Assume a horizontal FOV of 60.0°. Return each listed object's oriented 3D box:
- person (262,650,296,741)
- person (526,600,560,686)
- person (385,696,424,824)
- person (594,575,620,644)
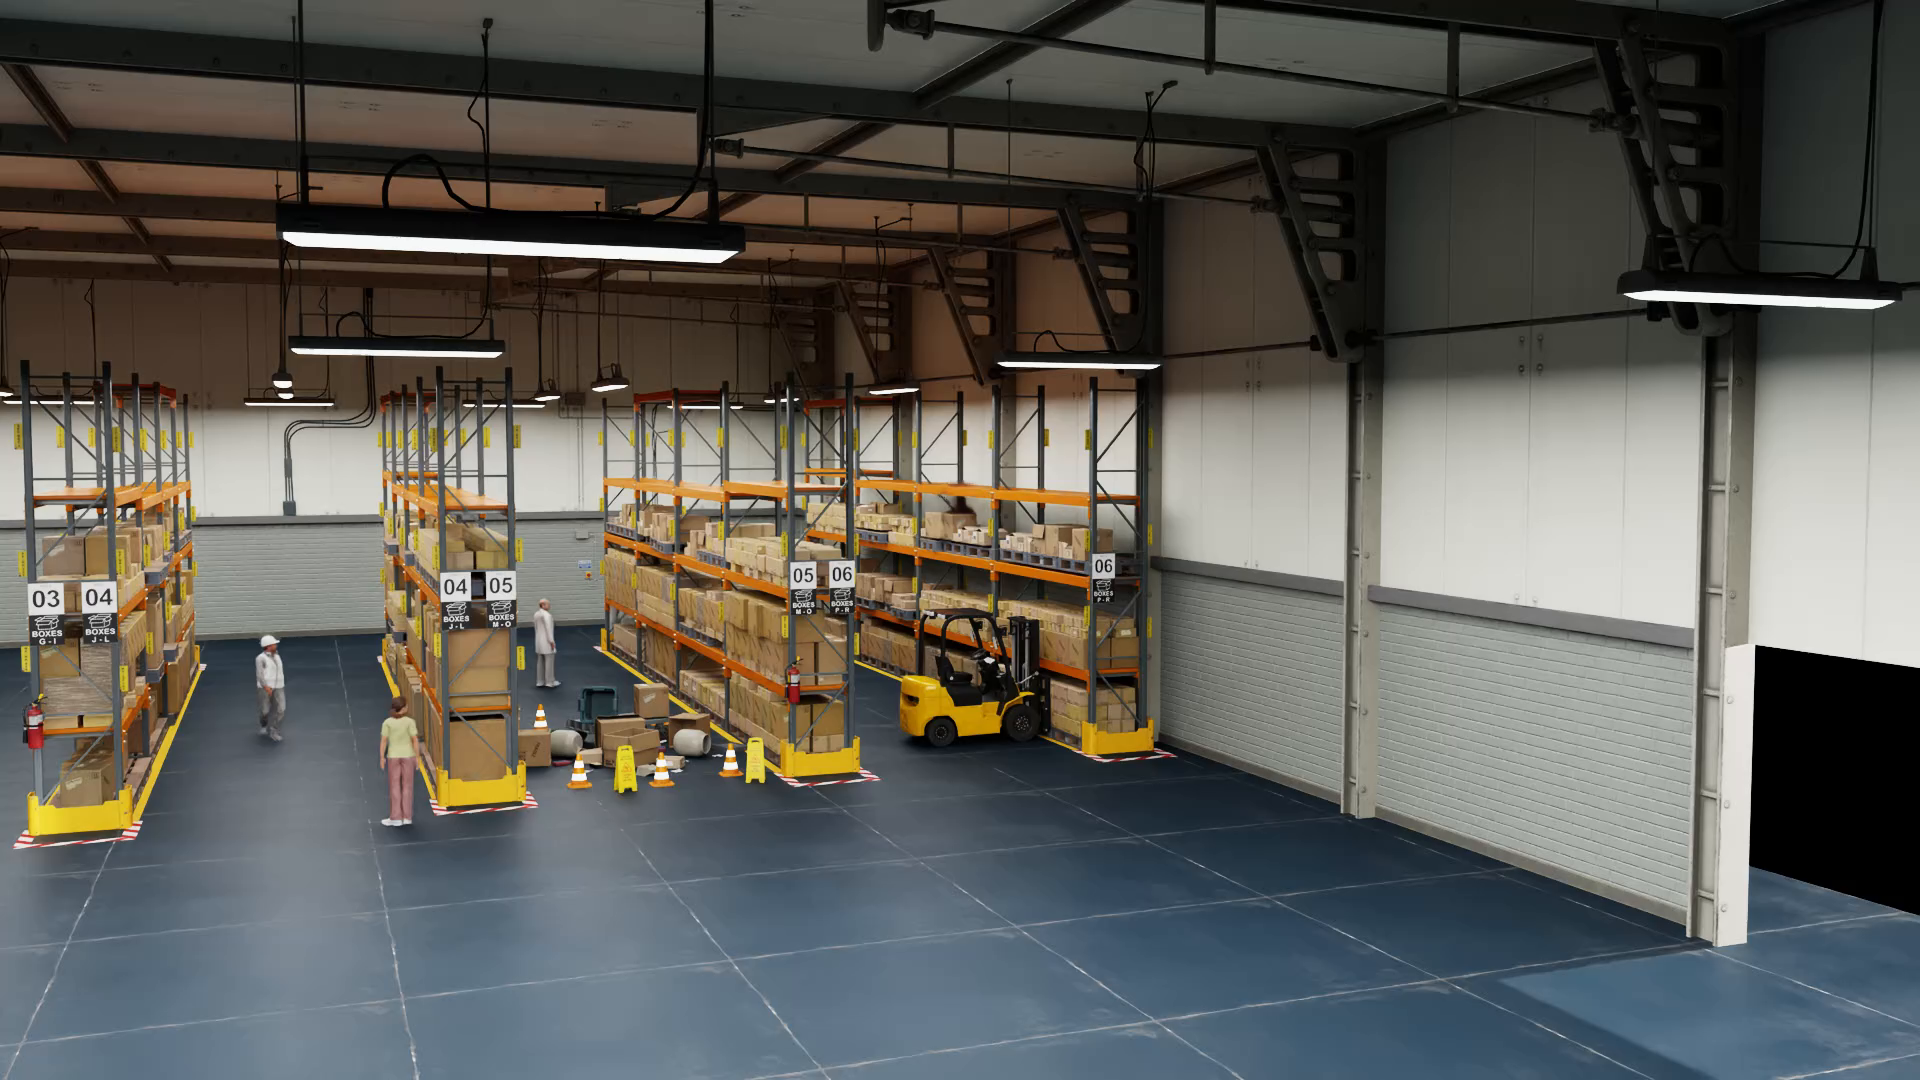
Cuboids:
[{"bbox_3d":[-11.291,2.562,27.464,0.521,1.557,1.109,-3,5,-42],"label":"person"},{"bbox_3d":[-8.511,2.097,33.928,0.795,1.726,0.523,2,4,25],"label":"person"},{"bbox_3d":[-7.265,2.854,21.644,0.534,1.676,0.414,3,4,39],"label":"person"},{"bbox_3d":[-8.744,1.705,40.948,0.673,1.713,0.807,1,4,21],"label":"person"}]
